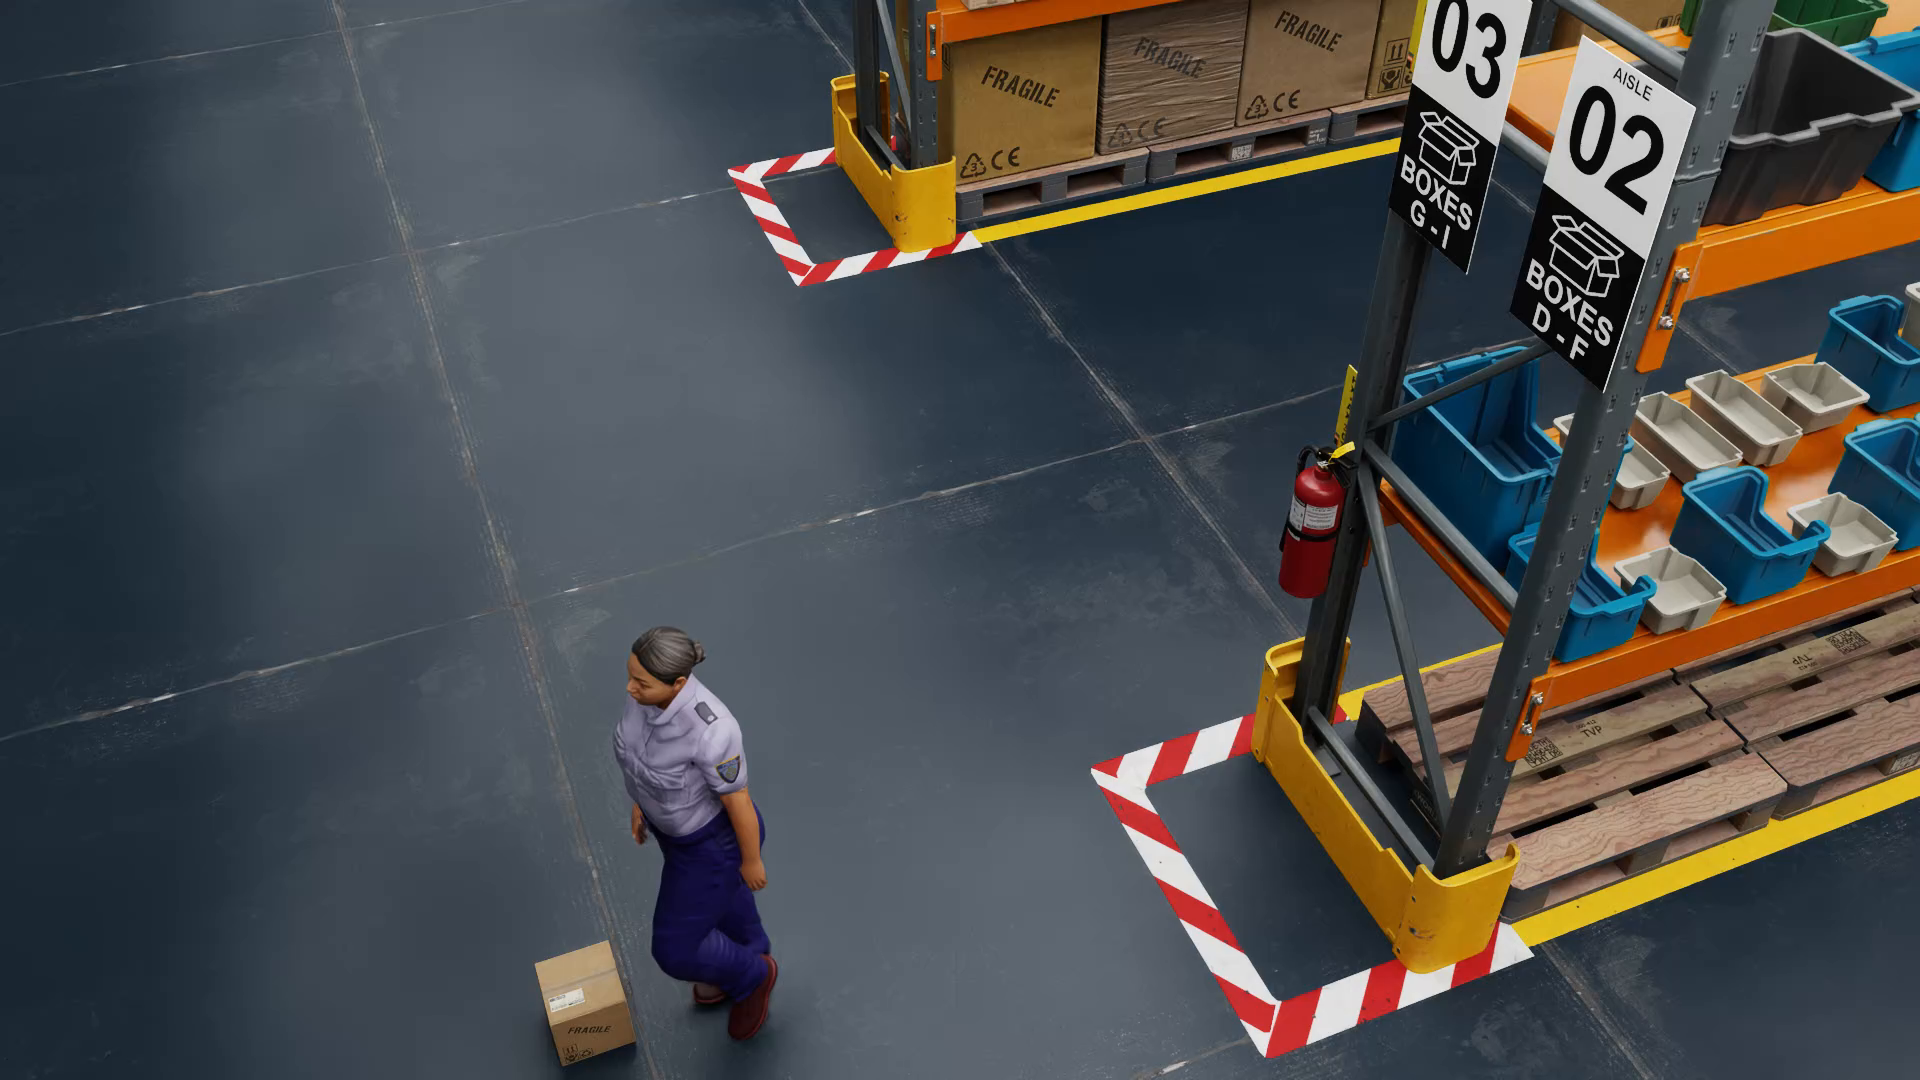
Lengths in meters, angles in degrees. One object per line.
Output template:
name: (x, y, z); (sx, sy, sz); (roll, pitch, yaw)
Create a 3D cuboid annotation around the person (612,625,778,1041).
person: (-0.850, 0.910, 5.140); (0.460, 1.652, 0.551); (-26, 48, -26)
